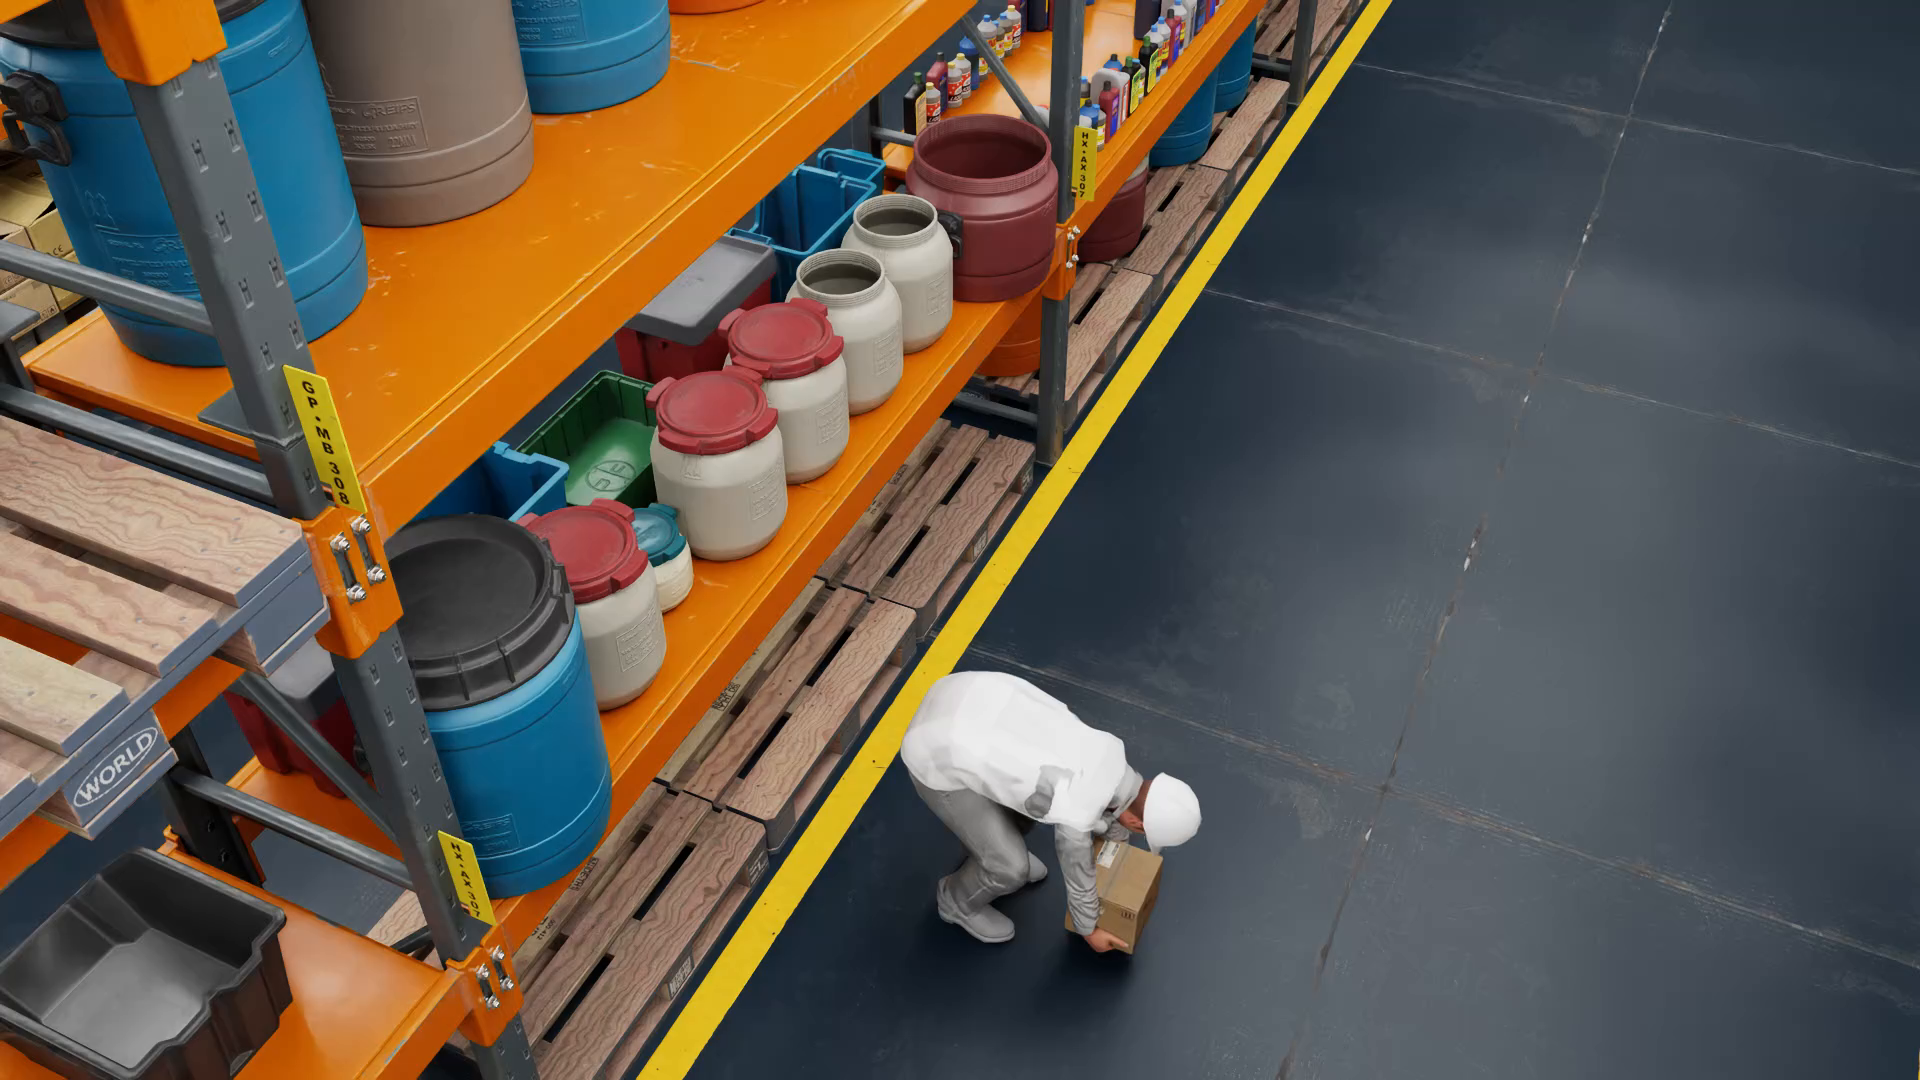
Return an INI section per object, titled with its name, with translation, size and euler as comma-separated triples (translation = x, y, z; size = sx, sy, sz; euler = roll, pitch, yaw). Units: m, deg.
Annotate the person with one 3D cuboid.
[person]
translation = 0.307, 0.951, 5.623
size = 1.005, 1.041, 0.496
euler = 15, 44, 17
